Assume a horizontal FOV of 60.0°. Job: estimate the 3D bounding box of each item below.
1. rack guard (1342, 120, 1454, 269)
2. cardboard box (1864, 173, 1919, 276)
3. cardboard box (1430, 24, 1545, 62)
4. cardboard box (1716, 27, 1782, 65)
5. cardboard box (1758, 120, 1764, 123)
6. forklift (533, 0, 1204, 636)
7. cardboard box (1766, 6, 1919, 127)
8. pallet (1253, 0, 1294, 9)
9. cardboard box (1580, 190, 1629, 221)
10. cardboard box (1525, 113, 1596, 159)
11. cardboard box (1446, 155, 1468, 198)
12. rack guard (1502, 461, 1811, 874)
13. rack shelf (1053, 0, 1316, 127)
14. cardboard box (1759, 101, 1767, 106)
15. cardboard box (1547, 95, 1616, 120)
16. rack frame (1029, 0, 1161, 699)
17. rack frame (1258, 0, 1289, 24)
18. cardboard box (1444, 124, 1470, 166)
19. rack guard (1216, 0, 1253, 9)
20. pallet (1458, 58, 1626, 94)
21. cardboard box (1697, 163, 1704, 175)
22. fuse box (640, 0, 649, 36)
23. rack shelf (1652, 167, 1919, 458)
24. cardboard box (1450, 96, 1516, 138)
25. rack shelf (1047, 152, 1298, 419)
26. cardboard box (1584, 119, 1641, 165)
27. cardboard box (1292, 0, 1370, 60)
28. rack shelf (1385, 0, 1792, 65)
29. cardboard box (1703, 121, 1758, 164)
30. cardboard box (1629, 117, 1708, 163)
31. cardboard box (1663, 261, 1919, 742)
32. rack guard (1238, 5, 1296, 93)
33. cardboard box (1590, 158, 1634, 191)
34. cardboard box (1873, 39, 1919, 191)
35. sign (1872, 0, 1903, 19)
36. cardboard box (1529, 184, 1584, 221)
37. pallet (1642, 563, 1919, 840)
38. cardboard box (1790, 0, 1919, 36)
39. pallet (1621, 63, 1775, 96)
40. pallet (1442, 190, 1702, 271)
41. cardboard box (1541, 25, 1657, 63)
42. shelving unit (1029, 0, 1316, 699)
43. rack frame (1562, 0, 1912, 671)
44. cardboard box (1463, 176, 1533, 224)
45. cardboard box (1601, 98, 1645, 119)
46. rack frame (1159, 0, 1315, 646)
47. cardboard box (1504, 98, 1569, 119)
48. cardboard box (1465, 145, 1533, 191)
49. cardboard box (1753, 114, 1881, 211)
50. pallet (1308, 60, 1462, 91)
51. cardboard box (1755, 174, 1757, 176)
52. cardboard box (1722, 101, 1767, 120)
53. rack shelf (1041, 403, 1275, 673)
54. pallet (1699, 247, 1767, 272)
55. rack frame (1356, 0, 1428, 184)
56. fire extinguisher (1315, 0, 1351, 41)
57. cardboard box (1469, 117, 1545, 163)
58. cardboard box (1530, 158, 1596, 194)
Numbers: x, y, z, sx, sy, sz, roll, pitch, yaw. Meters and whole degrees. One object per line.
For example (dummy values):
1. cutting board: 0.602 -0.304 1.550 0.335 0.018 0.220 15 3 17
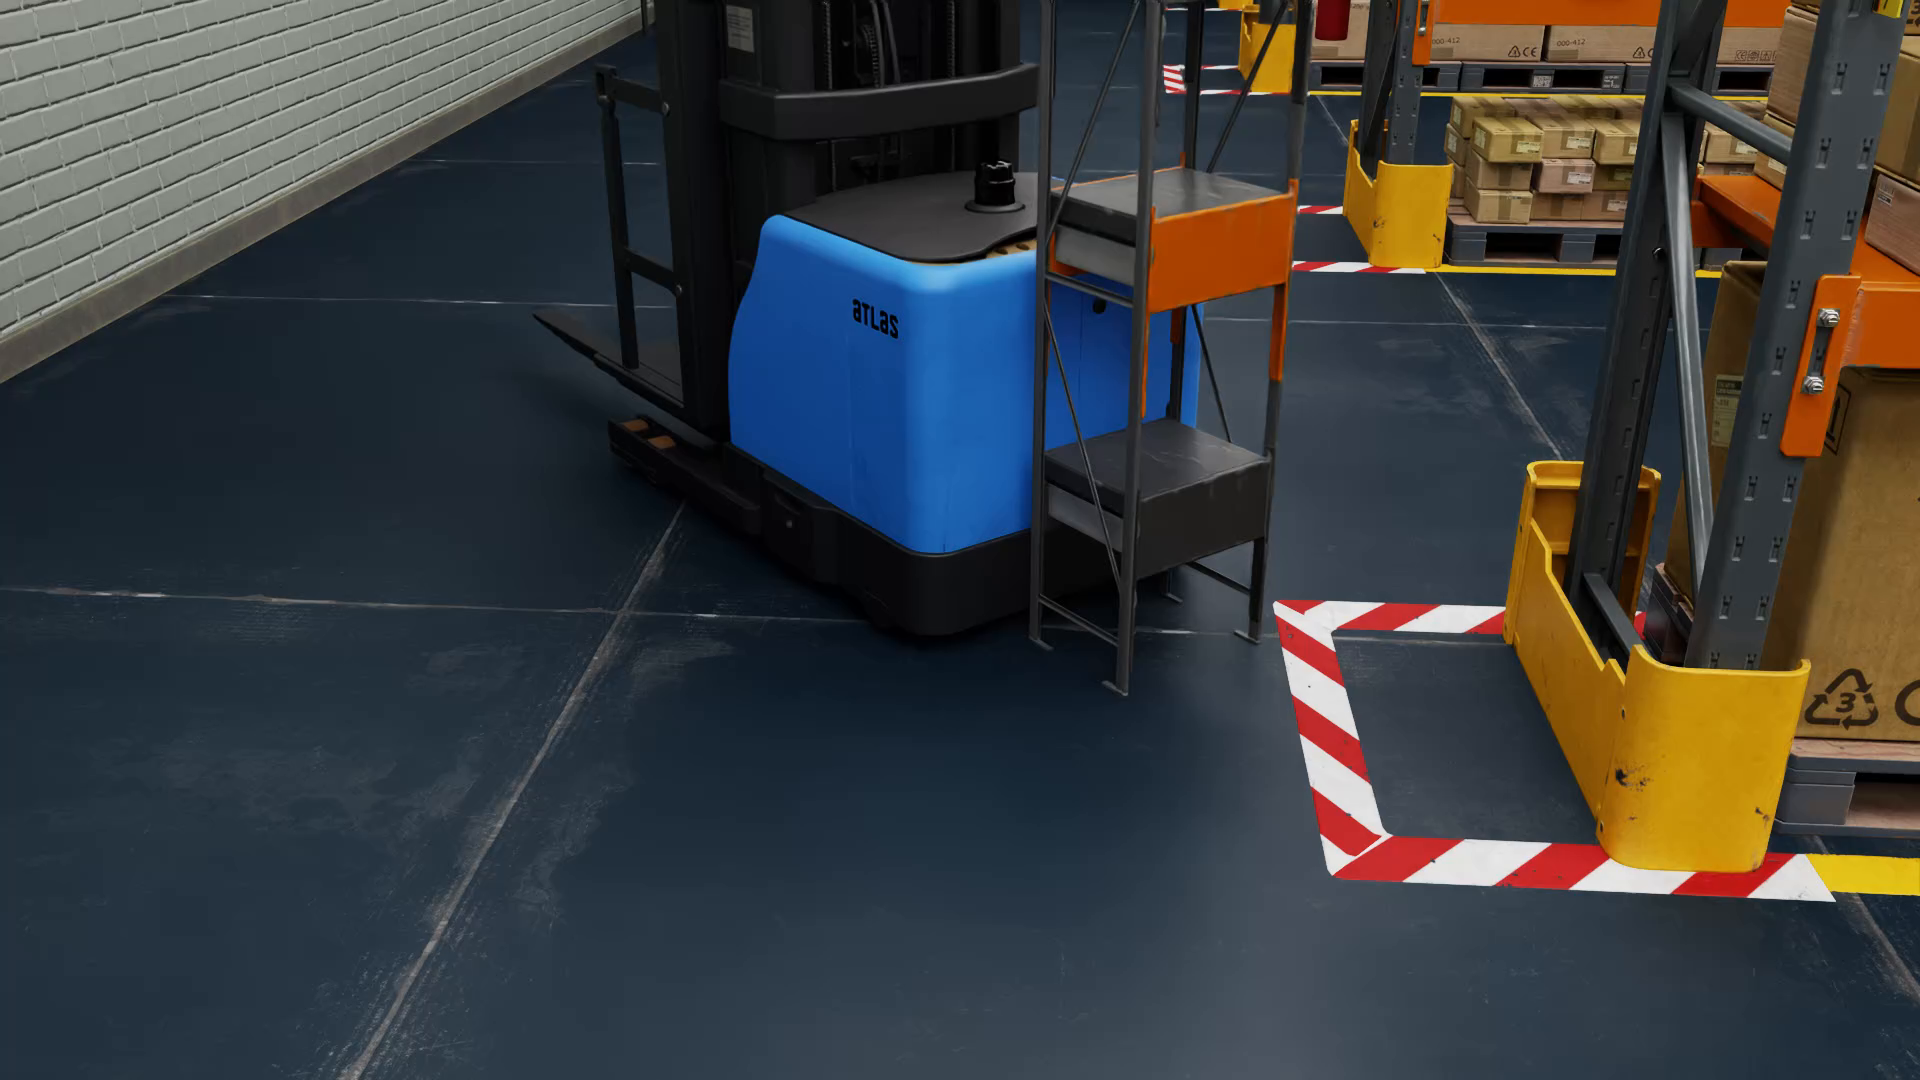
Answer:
1. rack guard: 2.236 -1.801 8.567 0.348 0.500 1.175 2 25 4
2. cardboard box: 2.009 -0.612 3.293 0.250 0.149 0.380 2 25 5
3. cardboard box: 4.018 -4.027 12.977 0.875 0.438 0.875 2 25 5
4. cardboard box: 5.809 -3.969 12.851 0.875 0.438 0.875 1 25 3
5. cardboard box: 3.971 -1.913 8.016 0.250 0.149 0.380 2 25 5
6. forklift: -0.566 -1.627 5.280 1.130 2.935 3.031 -17 30 -33
7. cardboard box: 2.184 -1.038 3.740 0.500 0.250 0.500 1 25 3
8. pallet: 3.686 -5.780 17.560 1.213 0.211 1.003 2 25 4
9. cardboard box: 3.174 -1.706 8.276 0.250 0.149 0.380 2 25 5
10. cardboard box: 2.941 -1.988 8.179 0.250 0.149 0.380 2 25 5
11. cardboard box: 2.702 -1.905 8.710 0.250 0.149 0.380 2 25 5
12. rack guard: 1.656 0.259 4.088 0.348 0.500 1.175 2 25 4
13. rack shelf: 0.513 -1.291 3.902 0.480 0.518 0.431 -17 30 -33
14. cardboard box: 4.265 -2.135 8.499 0.250 0.149 0.380 2 25 4
15. cardboard box: 3.222 -2.207 8.654 0.250 0.149 0.380 1 25 3
16. rack frame: 0.316 -0.607 4.058 0.015 2.100 0.400 -17 30 -33
17. rack frame: 2.439 -5.006 12.540 0.127 3.000 1.000 2 25 4
18. cardboard box: 2.709 -2.072 8.718 0.250 0.149 0.380 1 25 3
19. rack guard: 2.891 -5.937 17.554 0.348 0.500 1.175 2 25 4
20. pallet: 4.455 -3.706 13.051 1.213 0.211 1.003 2 25 4
21. cardboard box: 3.431 -1.790 8.104 0.250 0.149 0.380 3 25 6
22. fuse box: -2.879 -5.462 15.073 0.414 1.711 0.539 2 25 4
23. rack shelf: 3.674 -0.485 3.575 4.000 0.370 1.077 2 25 4
24. cardboard box: 2.708 -2.194 8.626 0.250 0.149 0.380 2 25 5
25. rack shelf: 0.513 -0.655 4.195 0.480 0.518 0.431 -17 30 -33
26. cardboard box: 3.183 -1.927 8.046 0.250 0.149 0.380 2 25 4
27. cardboard box: 3.105 -4.053 13.033 0.875 0.438 0.875 1 25 2
28. rack shelf: 4.155 -2.549 8.061 4.000 0.370 1.077 2 25 4
29. cardboard box: 3.712 -1.941 8.076 0.250 0.149 0.380 3 25 6
30. cardboard box: 3.436 -1.953 8.103 0.250 0.149 0.380 1 25 1
31. cardboard box: 2.325 -0.114 3.949 0.875 0.875 0.875 2 25 4
32. rack guard: 2.415 -3.871 13.065 0.348 0.500 1.175 2 25 4
33. cardboard box: 3.183 -1.843 8.220 0.250 0.149 0.380 2 25 5
34. cardboard box: 2.138 -0.815 3.255 0.500 0.250 0.500 1 25 3
35. sign: 1.632 -1.074 2.864 0.005 0.325 0.100 2 25 4
36. cardboard box: 2.926 -1.711 8.288 0.250 0.149 0.380 2 25 4
37. pallet: 2.483 0.384 4.162 1.213 0.211 1.003 2 25 4
38. cardboard box: 2.186 -1.377 3.581 0.500 0.500 0.500 2 25 5
39. pallet: 5.675 -3.668 12.969 1.213 0.211 1.003 2 25 4
40. pallet: 3.044 -1.630 8.539 1.213 0.211 1.003 2 25 4
41. cardboard box: 4.917 -3.998 12.913 0.875 0.438 0.875 1 25 2
42. shelving unit: 0.513 -0.668 4.189 0.503 2.100 0.431 -17 30 -33
43. rack frame: 1.680 -0.875 3.564 0.127 3.000 1.000 2 25 4
44. cardboard box: 2.659 -1.685 8.232 0.250 0.149 0.380 2 25 5
45. cardboard box: 3.475 -2.172 8.578 0.250 0.149 0.380 1 25 2
46. rack frame: 0.710 -0.728 4.320 0.015 2.100 0.400 -17 30 -33
47. cardboard box: 2.954 -2.162 8.557 0.250 0.149 0.380 2 25 5
48. cardboard box: 2.663 -1.847 8.227 0.250 0.149 0.380 3 25 6
49. cardboard box: 2.061 -0.887 3.890 0.250 0.149 0.380 2 25 5
50. pallet: 3.242 -3.746 13.139 1.213 0.211 1.003 2 25 4
51. cardboard box: 3.976 -1.830 8.190 0.250 0.149 0.380 3 25 7
52. cardboard box: 4.002 -2.132 8.491 0.250 0.149 0.380 1 25 2
53. rack shelf: 0.513 -0.019 4.487 0.480 0.518 0.431 -17 30 -33
54. pallet: 4.257 -1.589 8.452 1.213 0.211 1.003 2 25 4
55. rack frame: 2.161 -2.939 8.050 0.127 3.000 1.000 2 25 4
56. fire extinguisher: 1.945 -2.935 8.579 0.183 0.674 0.296 2 25 4
57. cardboard box: 2.657 -1.947 8.089 0.250 0.149 0.380 1 25 2
58. cardboard box: 2.932 -1.814 8.157 0.250 0.149 0.380 2 25 4
